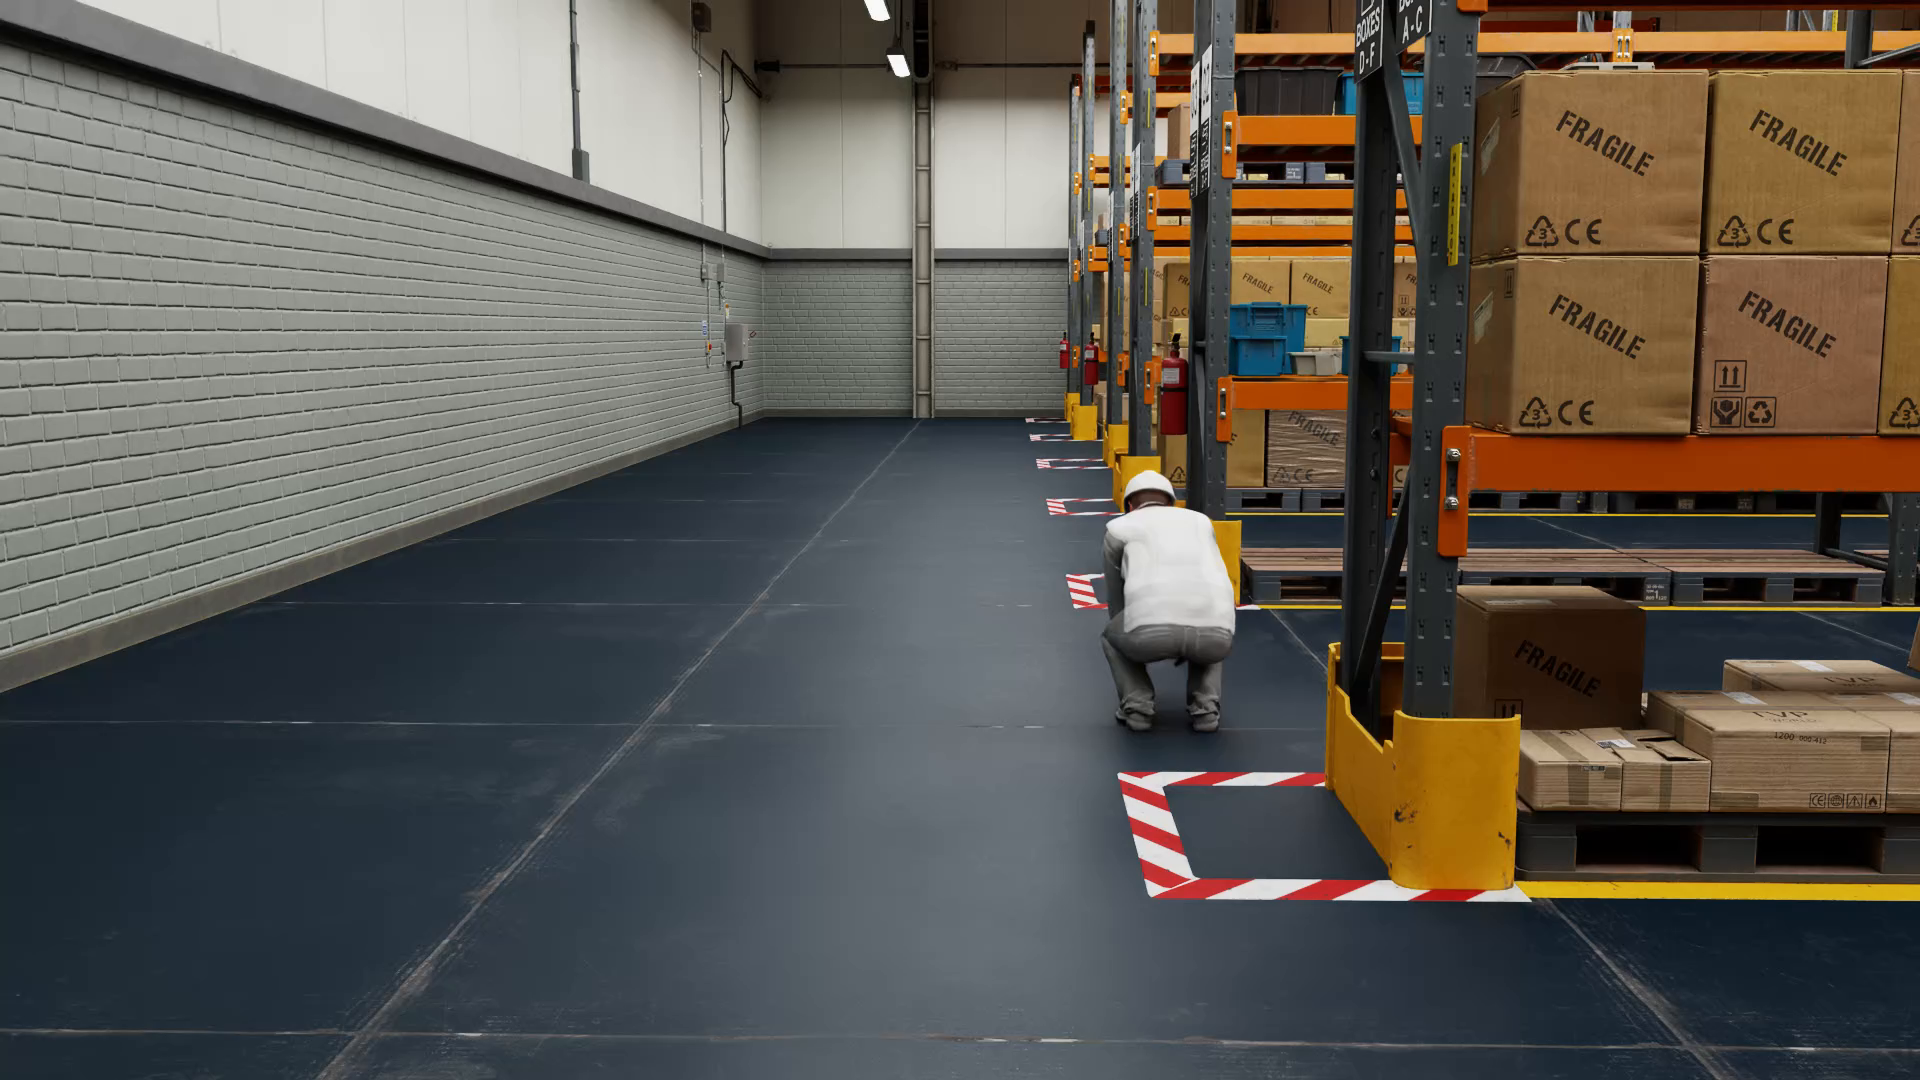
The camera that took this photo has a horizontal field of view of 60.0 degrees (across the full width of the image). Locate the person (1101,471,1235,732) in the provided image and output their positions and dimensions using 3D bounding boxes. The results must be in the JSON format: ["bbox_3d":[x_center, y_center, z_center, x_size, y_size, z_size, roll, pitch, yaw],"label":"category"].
[{"bbox_3d":[0.849,0.240,6.872,0.520,1.010,0.886,0,7,0],"label":"person"}]
